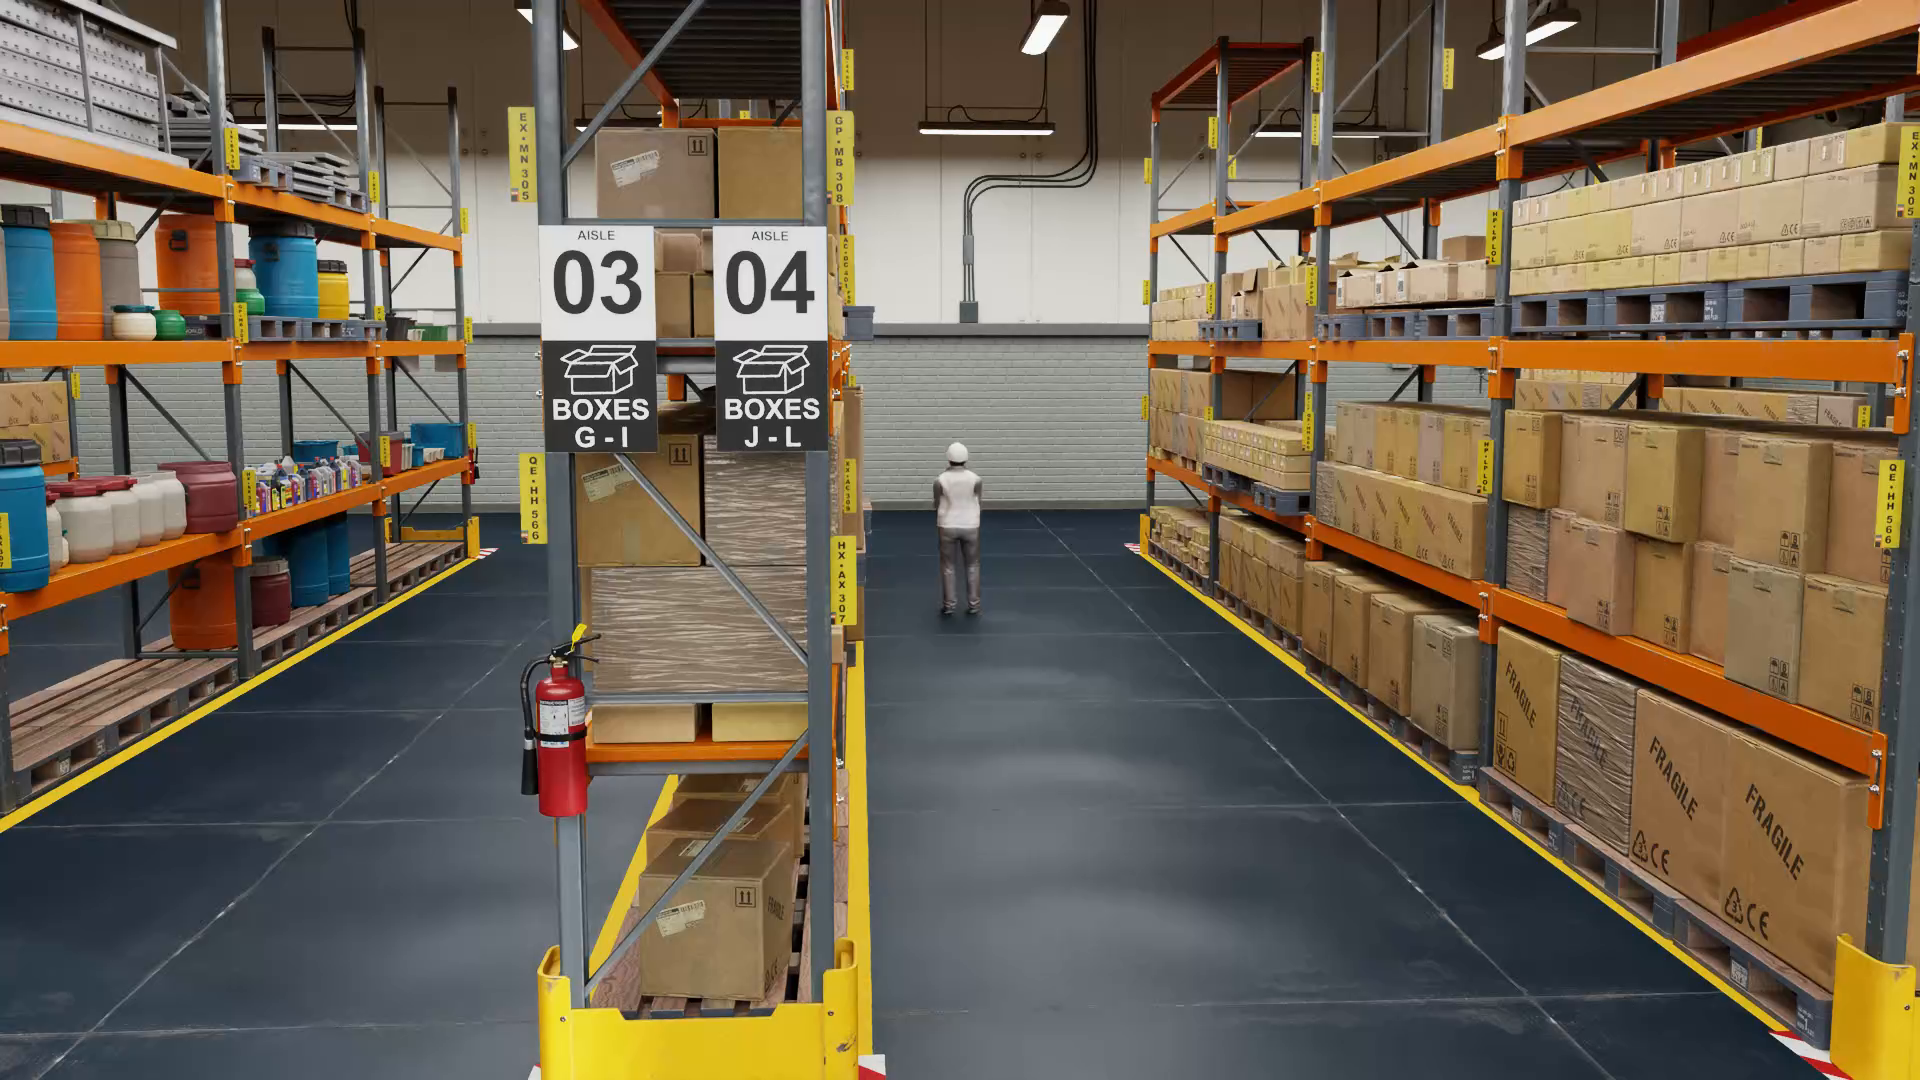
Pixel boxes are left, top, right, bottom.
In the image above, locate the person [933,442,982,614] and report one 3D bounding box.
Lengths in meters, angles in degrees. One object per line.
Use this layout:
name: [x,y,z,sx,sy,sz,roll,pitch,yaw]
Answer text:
person: [-0.025,-0.136,17.260,0.512,1.776,0.540,0,7,-4]
